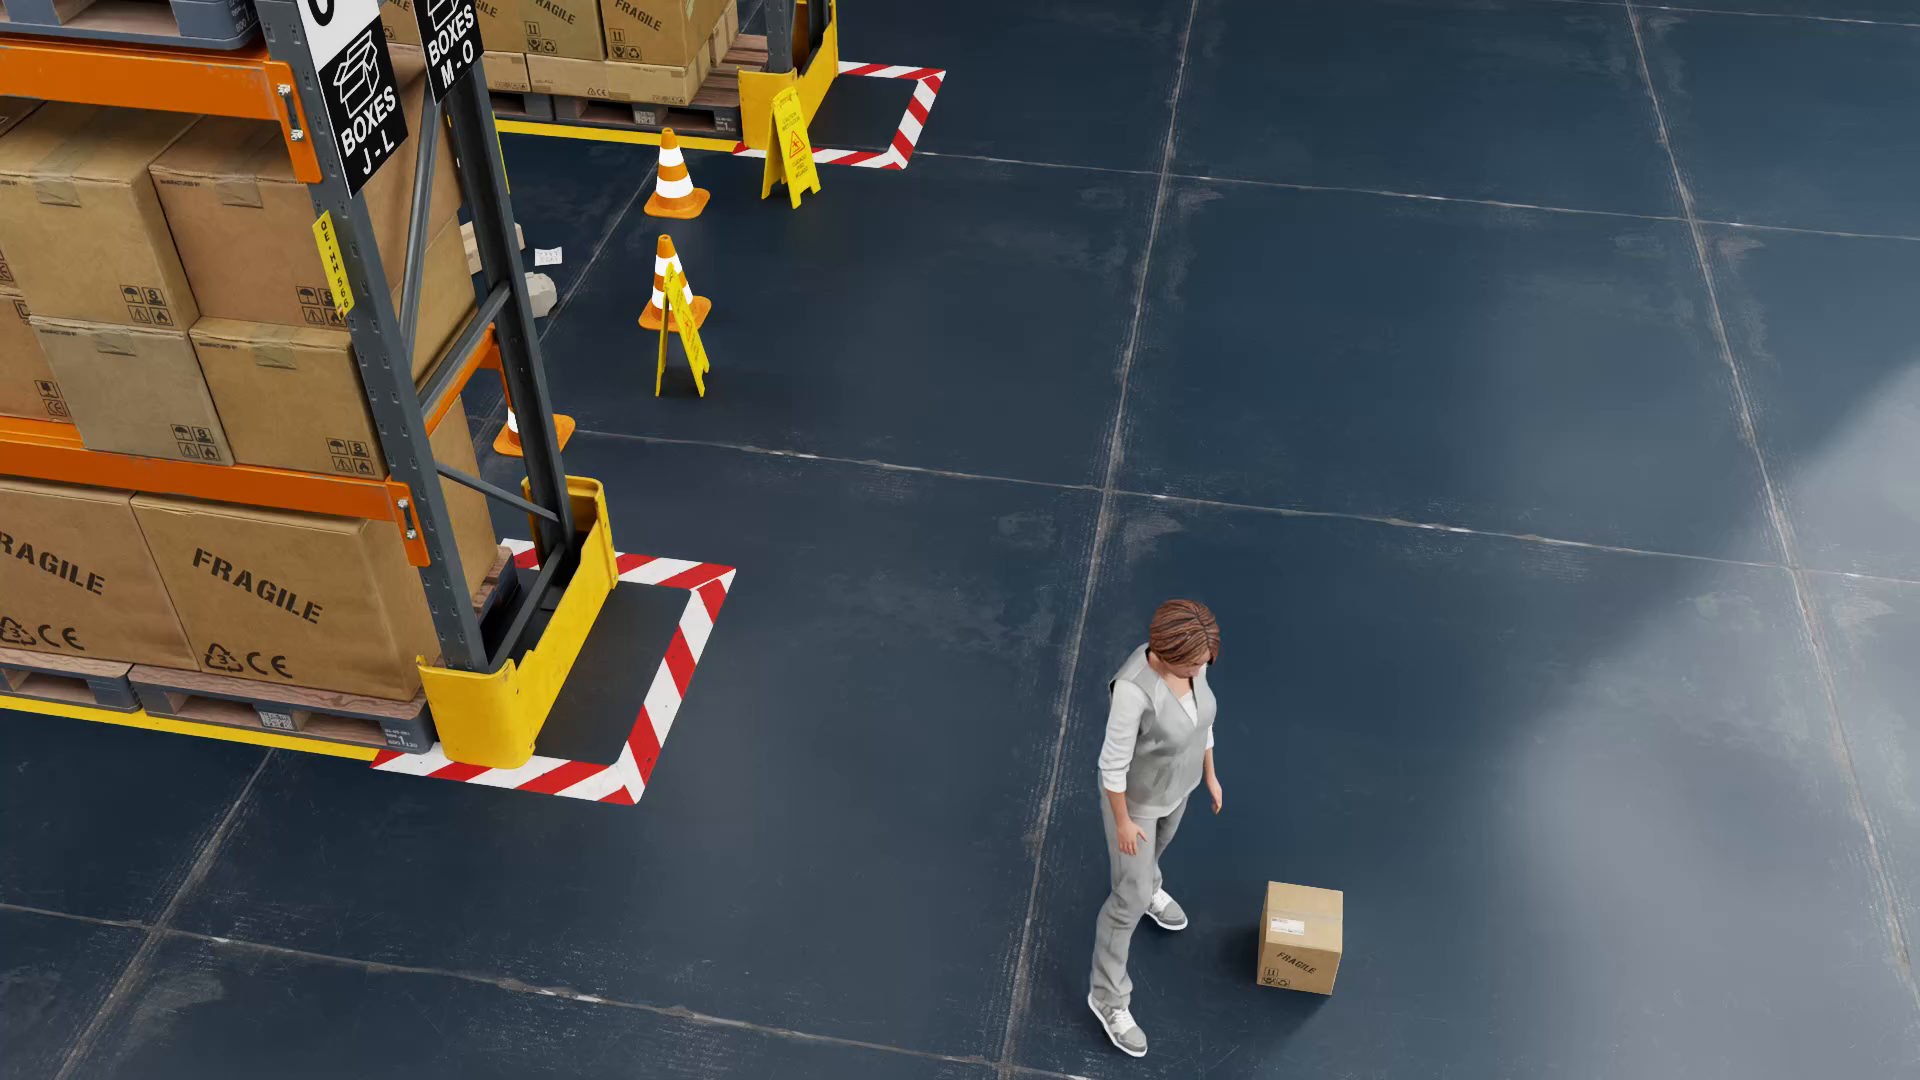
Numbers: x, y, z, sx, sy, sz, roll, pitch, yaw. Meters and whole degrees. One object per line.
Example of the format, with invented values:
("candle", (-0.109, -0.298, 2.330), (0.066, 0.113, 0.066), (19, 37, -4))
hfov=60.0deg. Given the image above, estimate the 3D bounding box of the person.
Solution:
("person", (0.589, 0.862, 5.172), (0.467, 1.570, 0.608), (28, 48, 29))
